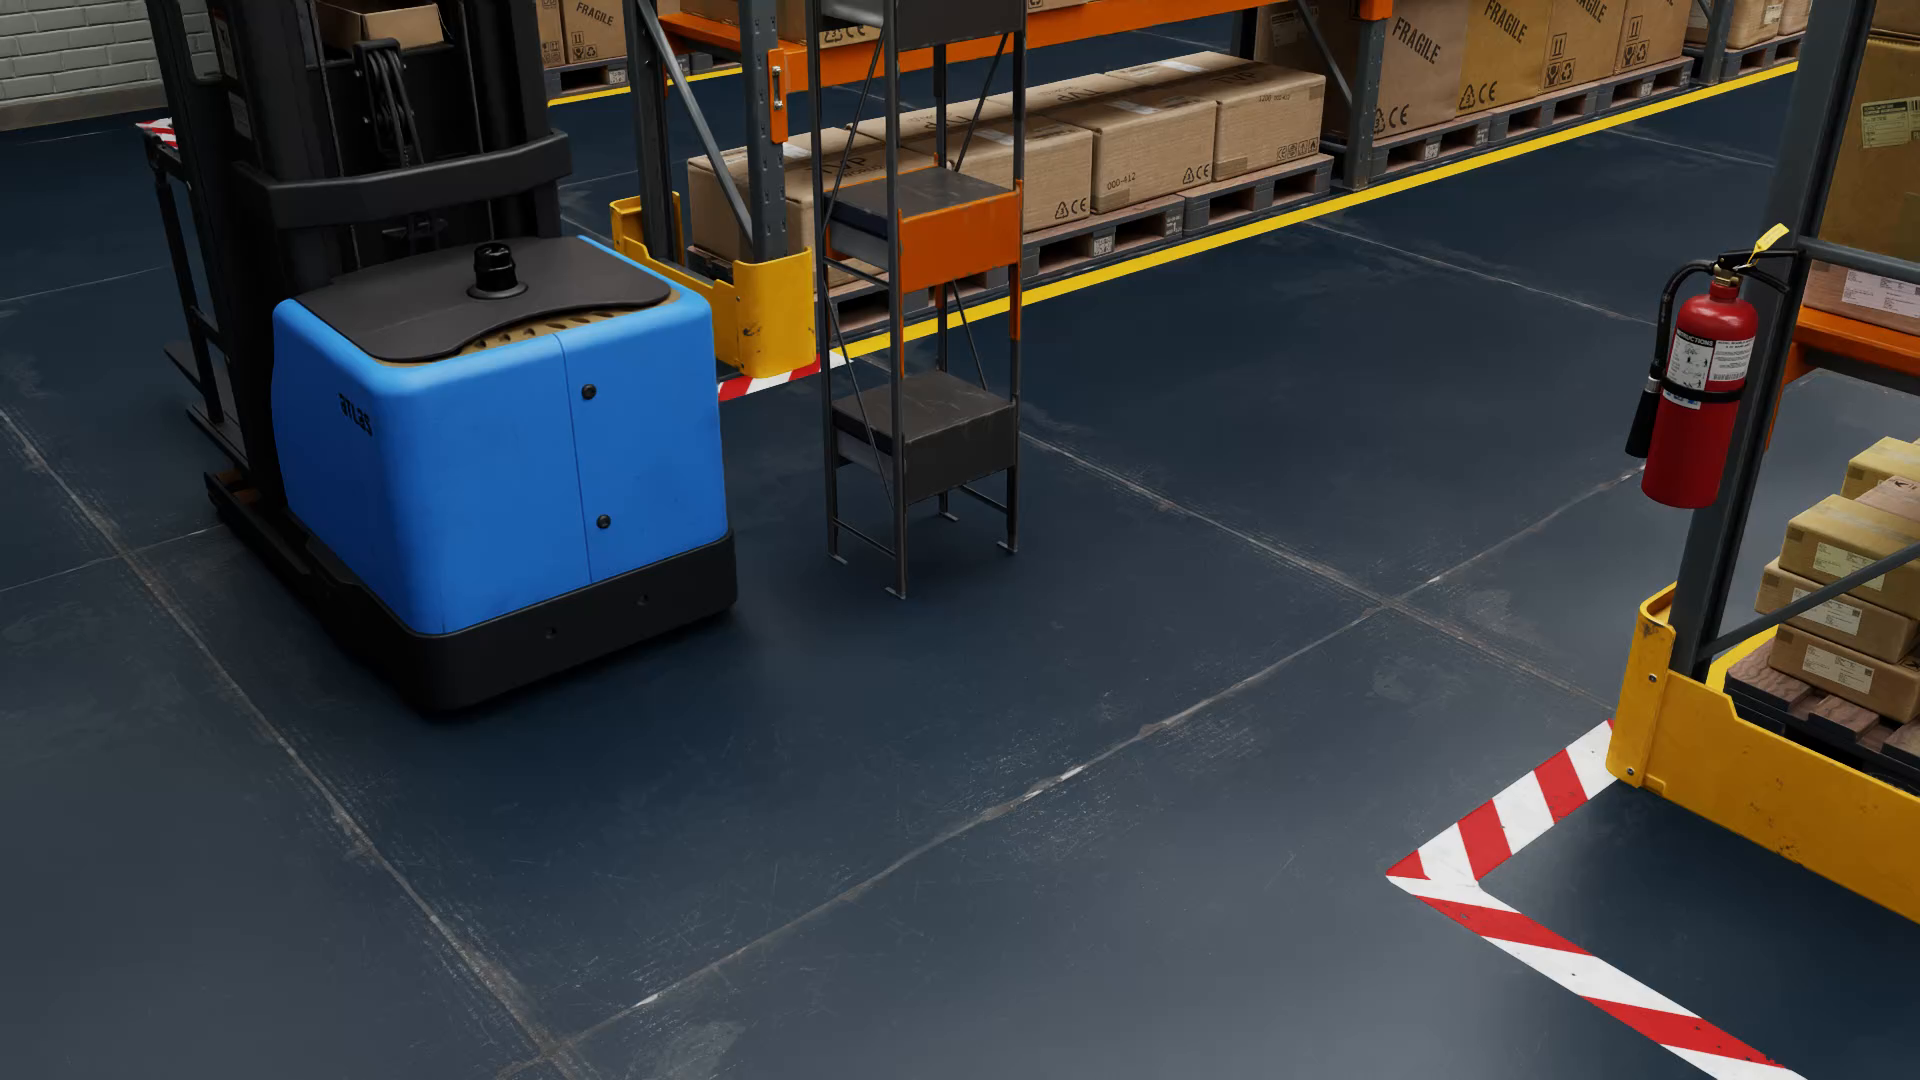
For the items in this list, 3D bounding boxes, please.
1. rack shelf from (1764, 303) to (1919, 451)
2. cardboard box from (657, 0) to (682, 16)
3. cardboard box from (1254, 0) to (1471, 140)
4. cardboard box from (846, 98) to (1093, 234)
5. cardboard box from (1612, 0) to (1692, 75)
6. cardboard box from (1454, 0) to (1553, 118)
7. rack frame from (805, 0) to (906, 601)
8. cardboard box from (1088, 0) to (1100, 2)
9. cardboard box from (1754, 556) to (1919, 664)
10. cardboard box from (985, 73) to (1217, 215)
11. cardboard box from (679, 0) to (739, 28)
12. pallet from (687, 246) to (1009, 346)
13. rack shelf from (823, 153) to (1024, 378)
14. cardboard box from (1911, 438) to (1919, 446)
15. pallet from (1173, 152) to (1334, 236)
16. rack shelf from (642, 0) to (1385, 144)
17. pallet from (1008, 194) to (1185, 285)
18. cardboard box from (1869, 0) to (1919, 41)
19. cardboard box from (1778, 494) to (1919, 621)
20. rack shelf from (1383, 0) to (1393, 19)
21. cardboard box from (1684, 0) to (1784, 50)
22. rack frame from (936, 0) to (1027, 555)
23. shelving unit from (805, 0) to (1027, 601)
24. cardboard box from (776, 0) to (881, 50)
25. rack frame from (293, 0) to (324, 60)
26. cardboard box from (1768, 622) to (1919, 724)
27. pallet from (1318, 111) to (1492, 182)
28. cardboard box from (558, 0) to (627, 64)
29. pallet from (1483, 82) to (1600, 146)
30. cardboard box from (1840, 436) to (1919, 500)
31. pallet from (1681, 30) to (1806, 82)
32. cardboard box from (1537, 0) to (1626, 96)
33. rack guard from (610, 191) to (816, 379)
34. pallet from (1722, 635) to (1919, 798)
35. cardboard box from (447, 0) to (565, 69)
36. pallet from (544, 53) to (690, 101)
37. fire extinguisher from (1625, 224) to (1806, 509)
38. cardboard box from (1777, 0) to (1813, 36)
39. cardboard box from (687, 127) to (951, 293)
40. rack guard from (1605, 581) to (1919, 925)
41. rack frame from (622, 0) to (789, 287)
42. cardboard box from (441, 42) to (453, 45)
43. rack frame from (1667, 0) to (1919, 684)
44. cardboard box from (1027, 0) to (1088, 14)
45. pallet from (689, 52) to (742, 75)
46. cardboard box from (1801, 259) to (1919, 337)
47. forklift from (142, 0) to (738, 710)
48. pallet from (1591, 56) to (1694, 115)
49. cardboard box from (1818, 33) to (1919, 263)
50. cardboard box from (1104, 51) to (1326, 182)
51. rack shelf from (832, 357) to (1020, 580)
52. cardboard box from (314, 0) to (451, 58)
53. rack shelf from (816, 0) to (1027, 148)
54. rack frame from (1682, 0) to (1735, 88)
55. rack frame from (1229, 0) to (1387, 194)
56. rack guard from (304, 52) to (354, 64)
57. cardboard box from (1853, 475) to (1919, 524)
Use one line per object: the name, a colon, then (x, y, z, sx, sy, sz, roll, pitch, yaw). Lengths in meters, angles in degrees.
rack shelf: (3.725, -0.811, 4.849, 4.000, 0.370, 1.077, -22, 35, -35)
cardboard box: (-2.319, -3.840, 11.960, 0.500, 0.500, 0.700, -23, 36, -37)
cardboard box: (2.376, -2.951, 9.898, 0.875, 0.875, 0.875, -21, 34, -33)
cardboard box: (0.041, -1.837, 8.277, 0.875, 0.438, 0.875, -21, 34, -34)
cardboard box: (4.420, -3.775, 11.439, 0.875, 0.875, 0.875, -22, 35, -35)
cardboard box: (3.058, -3.230, 10.420, 0.875, 0.875, 0.875, -21, 34, -34)
rack frame: (-0.312, -0.801, 5.021, 0.015, 2.100, 0.400, -22, 35, -35)
cardboard box: (0.600, -2.822, 7.741, 0.500, 0.500, 0.500, -21, 34, -33)
cardboard box: (2.419, 0.161, 4.531, 0.250, 0.149, 0.380, -23, 36, -36)
cardboard box: (0.728, -2.112, 8.792, 0.875, 0.438, 0.875, -23, 36, -36)
cardboard box: (-0.892, -2.547, 7.228, 0.500, 0.500, 0.500, -22, 35, -35)
pallet: (-0.529, -1.303, 7.965, 1.213, 0.211, 1.003, -22, 35, -35)
rack shelf: (-0.126, -0.863, 5.167, 0.480, 0.518, 0.431, -22, 35, -35)
cardboard box: (3.022, -0.197, 4.885, 0.250, 0.149, 0.380, -24, 36, -37)
pallet: (1.327, -2.050, 9.362, 1.213, 0.211, 1.003, -22, 35, -35)
rack shelf: (0.435, -2.555, 8.112, 4.000, 0.370, 1.077, -22, 35, -35)
pallet: (0.398, -1.675, 8.660, 1.213, 0.211, 1.003, -22, 35, -35)
cardboard box: (2.390, -1.362, 3.634, 0.500, 0.500, 0.500, -23, 36, -36)
cardboard box: (2.441, 0.040, 4.440, 0.250, 0.149, 0.380, -21, 35, -34)
rack shelf: (3.478, -3.779, 10.402, 4.000, 0.370, 1.077, -22, 35, -35)
cardboard box: (5.436, -3.903, 12.214, 0.625, 0.372, 0.950, -25, 37, -38)
rack frame: (0.060, -0.950, 5.300, 0.015, 2.100, 0.400, -22, 35, -35)
shelving unit: (-0.126, -0.875, 5.160, 0.503, 2.100, 0.431, -22, 35, -35)
cardboard box: (-0.535, -2.349, 6.856, 0.500, 0.500, 0.500, -22, 35, -35)
rack frame: (-4.311, -4.039, 10.126, 0.127, 3.000, 1.000, -22, 35, -35)
cardboard box: (2.468, 0.320, 4.548, 0.250, 0.149, 0.380, -21, 35, -34)
pallet: (2.494, -2.517, 10.237, 1.213, 0.211, 1.003, -22, 35, -35)
cardboard box: (-2.642, -3.649, 11.601, 0.500, 0.500, 0.500, -21, 35, -34)
pallet: (3.423, -2.893, 10.939, 1.213, 0.211, 1.003, -22, 35, -35)
cardboard box: (2.784, -0.141, 4.779, 0.250, 0.149, 0.380, -23, 36, -36)
pallet: (5.595, -3.717, 12.481, 1.213, 0.211, 1.003, -22, 35, -35)
cardboard box: (3.739, -3.503, 10.931, 0.875, 0.875, 0.875, -21, 35, -34)
rack guard: (-1.105, -1.151, 7.373, 0.348, 0.500, 1.175, -22, 35, -35)
pallet: (2.902, 0.454, 4.676, 1.213, 0.211, 1.003, -22, 35, -35)
cardboard box: (-3.109, -3.523, 11.366, 0.500, 0.500, 0.700, -20, 34, -33)
pallet: (-2.720, -3.448, 11.978, 1.213, 0.211, 1.003, -22, 35, -35)
fire extinguisher: (1.712, -0.406, 3.806, 0.183, 0.674, 0.296, -22, 35, -35)
cardboard box: (5.992, -4.132, 12.642, 0.625, 0.372, 0.950, -23, 36, -36)
cardboard box: (-0.649, -1.554, 7.747, 0.875, 0.438, 0.875, -23, 36, -37)
rack guard: (2.261, 0.563, 4.167, 0.348, 0.500, 1.175, -22, 35, -35)
rack frame: (-1.087, -2.261, 6.798, 0.127, 3.000, 1.000, -22, 35, -35)
cardboard box: (-3.436, -3.236, 11.202, 0.250, 0.149, 0.380, -24, 36, -37)
rack frame: (2.203, -0.517, 3.534, 0.127, 3.000, 1.000, -22, 35, -35)
cardboard box: (0.230, -2.662, 7.444, 0.500, 0.500, 0.500, -22, 35, -35)
pallet: (-1.791, -3.823, 12.680, 1.213, 0.211, 1.003, -22, 35, -35)
cardboard box: (2.268, -0.607, 3.970, 0.250, 0.149, 0.380, -22, 35, -35)
forklift: (-2.021, -1.438, 5.331, 1.130, 2.935, 3.031, -21, 35, -34)
pallet: (4.351, -3.264, 11.634, 1.213, 0.211, 1.003, -22, 35, -35)
cardboard box: (2.378, -0.922, 3.870, 0.500, 0.500, 0.500, -21, 35, -34)
cardboard box: (1.409, -2.386, 9.305, 0.875, 0.438, 0.875, -22, 35, -36)
rack shelf: (-0.126, -0.246, 5.497, 0.480, 0.518, 0.431, -22, 35, -35)
cardboard box: (-3.784, -3.277, 10.902, 0.637, 0.503, 0.797, -24, 36, -37)
rack shelf: (-0.126, -1.481, 4.837, 0.480, 0.518, 0.431, -22, 35, -35)
rack frame: (4.999, -4.708, 11.377, 0.127, 3.000, 1.000, -22, 35, -35)
rack frame: (1.956, -3.484, 9.087, 0.127, 3.000, 1.000, -22, 35, -35)
rack guard: (-4.253, -2.960, 10.758, 0.348, 0.500, 1.175, -22, 35, -35)
cardboard box: (2.670, -0.016, 4.545, 0.250, 0.149, 0.380, -21, 35, -34)
